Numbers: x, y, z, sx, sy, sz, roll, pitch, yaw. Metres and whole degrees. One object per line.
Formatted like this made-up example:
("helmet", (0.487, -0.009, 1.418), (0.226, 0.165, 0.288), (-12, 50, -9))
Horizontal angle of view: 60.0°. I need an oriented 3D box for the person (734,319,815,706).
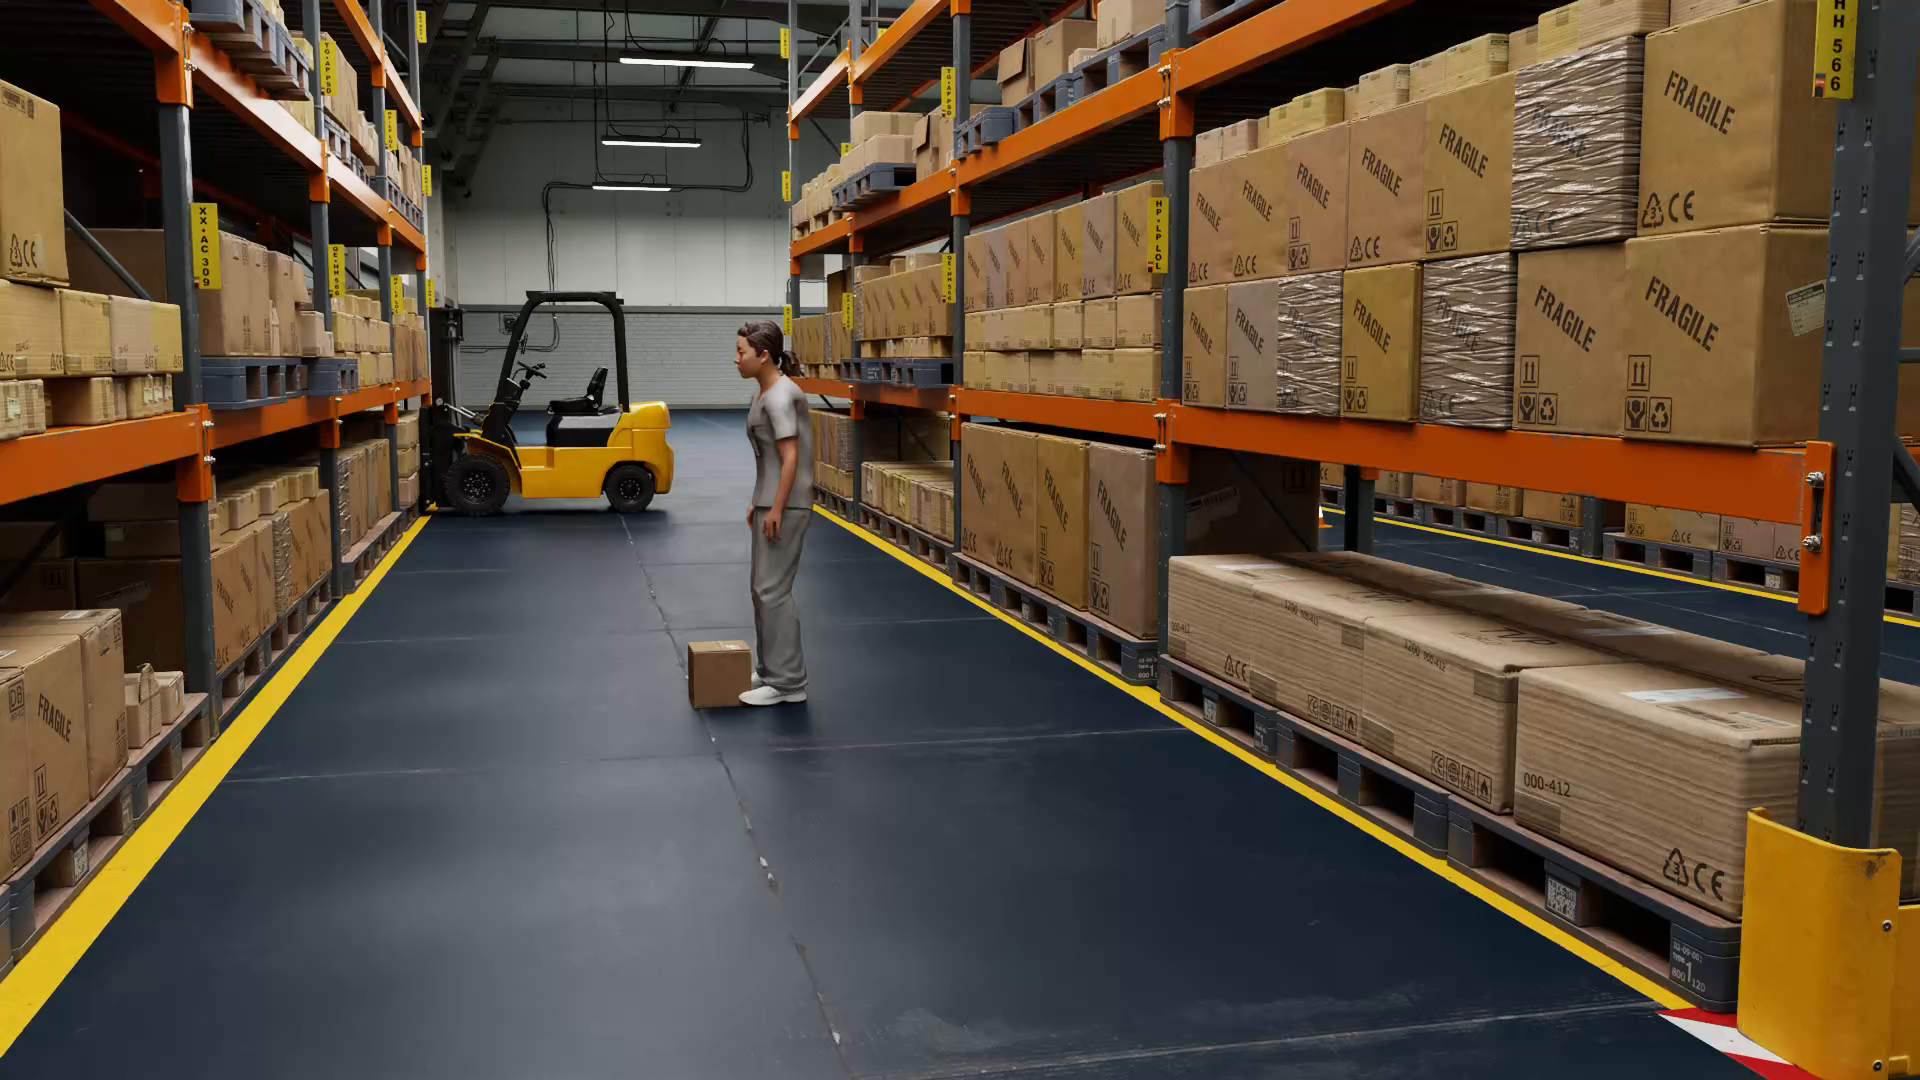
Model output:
("person", (-0.823, -0.123, 7.302), (0.358, 1.668, 0.510), (-2, 6, -16))
